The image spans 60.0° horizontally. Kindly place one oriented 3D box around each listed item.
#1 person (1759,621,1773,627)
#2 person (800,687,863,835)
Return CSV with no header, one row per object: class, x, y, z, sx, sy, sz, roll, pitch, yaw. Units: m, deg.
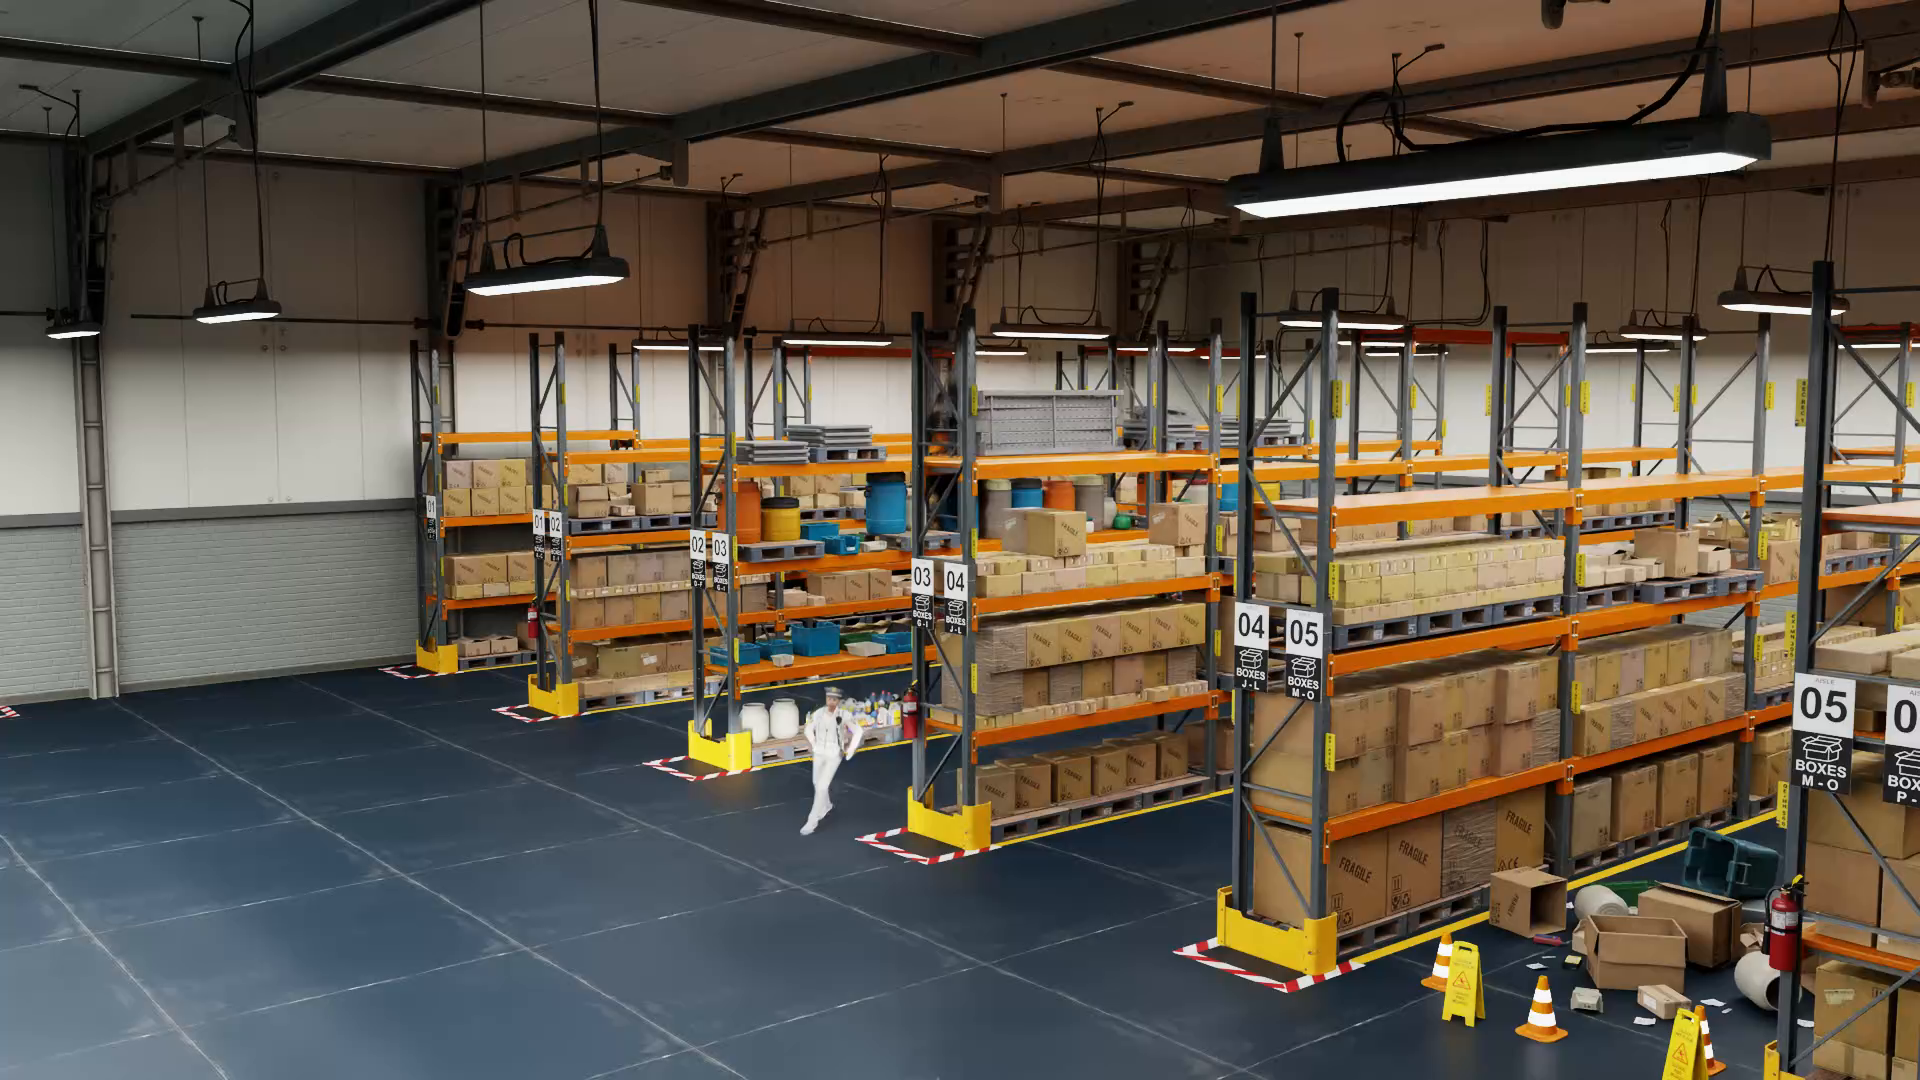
person,12.067,2.035,24.929,0.550,1.668,0.643,-4,6,-34
person,-1.507,2.536,19.406,0.673,1.692,0.768,2,6,20
